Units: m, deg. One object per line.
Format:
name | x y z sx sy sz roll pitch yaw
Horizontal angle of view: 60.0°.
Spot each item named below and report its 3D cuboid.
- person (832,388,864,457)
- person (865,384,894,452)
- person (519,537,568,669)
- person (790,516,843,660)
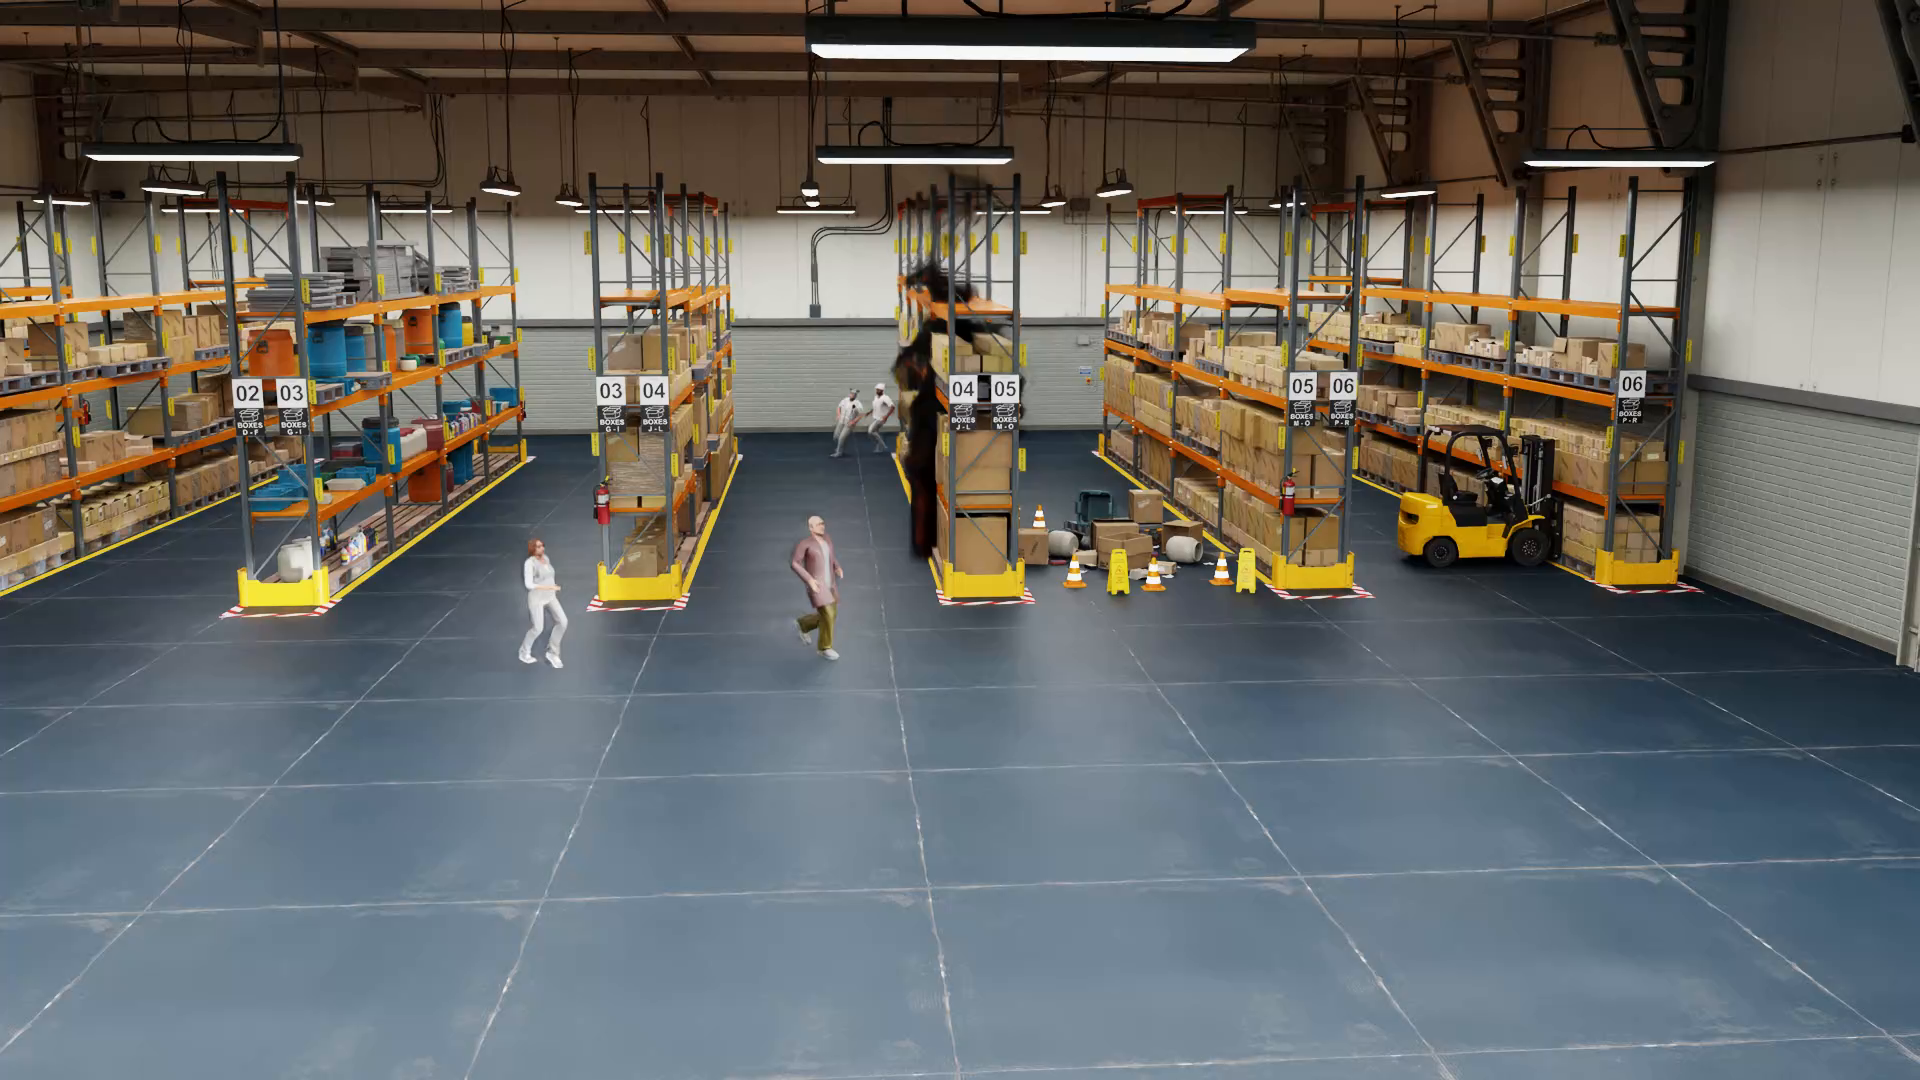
person | -2.711 -2.831 39.926 0.859 1.666 0.612 3 11 19
person | -1.990 -2.970 40.554 0.578 1.702 0.765 -5 11 -26
person | -5.011 0.756 19.934 0.690 1.609 0.546 6 11 29
person | -1.772 0.568 20.513 0.745 1.761 0.707 8 12 36
